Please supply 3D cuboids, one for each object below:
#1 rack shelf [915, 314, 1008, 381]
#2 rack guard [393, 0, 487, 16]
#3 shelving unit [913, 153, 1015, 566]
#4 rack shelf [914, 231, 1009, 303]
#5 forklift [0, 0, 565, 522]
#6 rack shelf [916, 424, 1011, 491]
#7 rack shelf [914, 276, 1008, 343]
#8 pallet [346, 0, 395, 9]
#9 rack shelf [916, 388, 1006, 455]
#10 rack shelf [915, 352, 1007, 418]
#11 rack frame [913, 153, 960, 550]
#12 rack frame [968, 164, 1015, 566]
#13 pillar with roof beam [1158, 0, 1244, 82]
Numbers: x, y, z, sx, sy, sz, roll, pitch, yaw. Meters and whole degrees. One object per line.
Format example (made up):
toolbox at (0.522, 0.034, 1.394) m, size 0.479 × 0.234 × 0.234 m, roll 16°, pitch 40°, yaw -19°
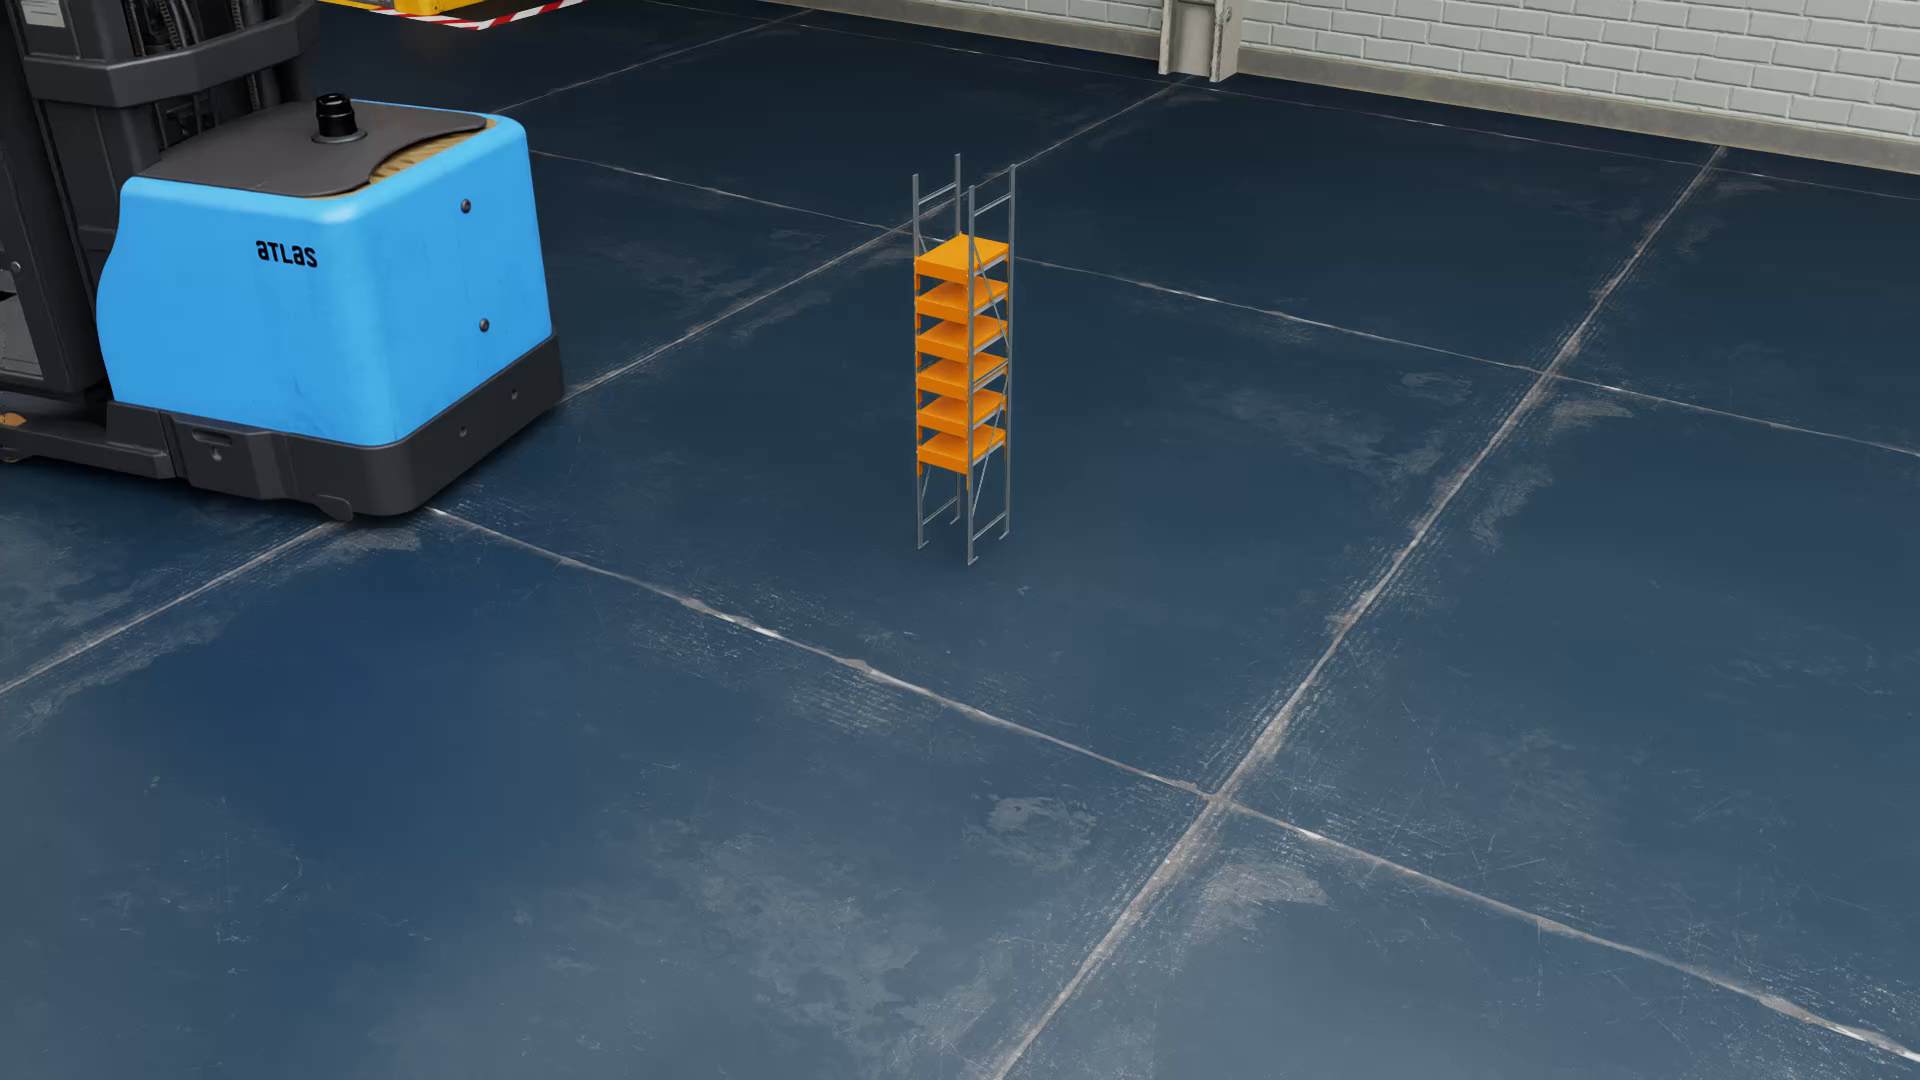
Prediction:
rack shelf at (0.012, -0.580, 4.903) m, size 0.180 × 0.103 × 0.258 m, roll 18°, pitch 35°, yaw 27°
rack guard at (-3.498, -4.099, 11.780) m, size 0.348 × 0.500 × 1.175 m, roll 18°, pitch 35°, yaw 27°
shelving unit at (0.012, -0.514, 4.941) m, size 0.189 × 1.200 × 0.258 m, roll 18°, pitch 35°, yaw 27°
rack shelf at (0.012, -0.787, 4.782) m, size 0.180 × 0.103 × 0.258 m, roll 18°, pitch 35°, yaw 27°
forklift at (-3.002, -1.769, 5.374) m, size 3.031 × 2.935 × 1.130 m, roll 10°, pitch 32°, yaw 17°
rack shelf at (0.012, -0.269, 5.084) m, size 0.180 × 0.103 × 0.258 m, roll 18°, pitch 35°, yaw 27°
rack shelf at (0.012, -0.683, 4.842) m, size 0.180 × 0.103 × 0.258 m, roll 18°, pitch 35°, yaw 27°
pallet at (-4.188, -4.168, 12.184) m, size 1.213 × 0.211 × 1.003 m, roll 18°, pitch 35°, yaw 27°
rack shelf at (0.012, -0.372, 5.024) m, size 0.180 × 0.103 × 0.258 m, roll 18°, pitch 35°, yaw 27°
rack shelf at (0.012, -0.476, 4.963) m, size 0.180 × 0.103 × 0.258 m, roll 18°, pitch 35°, yaw 27°
rack frame at (-0.065, -0.539, 4.983) m, size 0.006 × 1.200 × 0.240 m, roll 18°, pitch 35°, yaw 27°
rack frame at (0.090, -0.490, 4.899) m, size 0.006 × 1.200 × 0.240 m, roll 18°, pitch 35°, yaw 27°
pillar with roof beam at (-0.836, -4.903, 4.724) m, size 0.400 × 9.000 × 9.100 m, roll 18°, pitch 35°, yaw 27°
